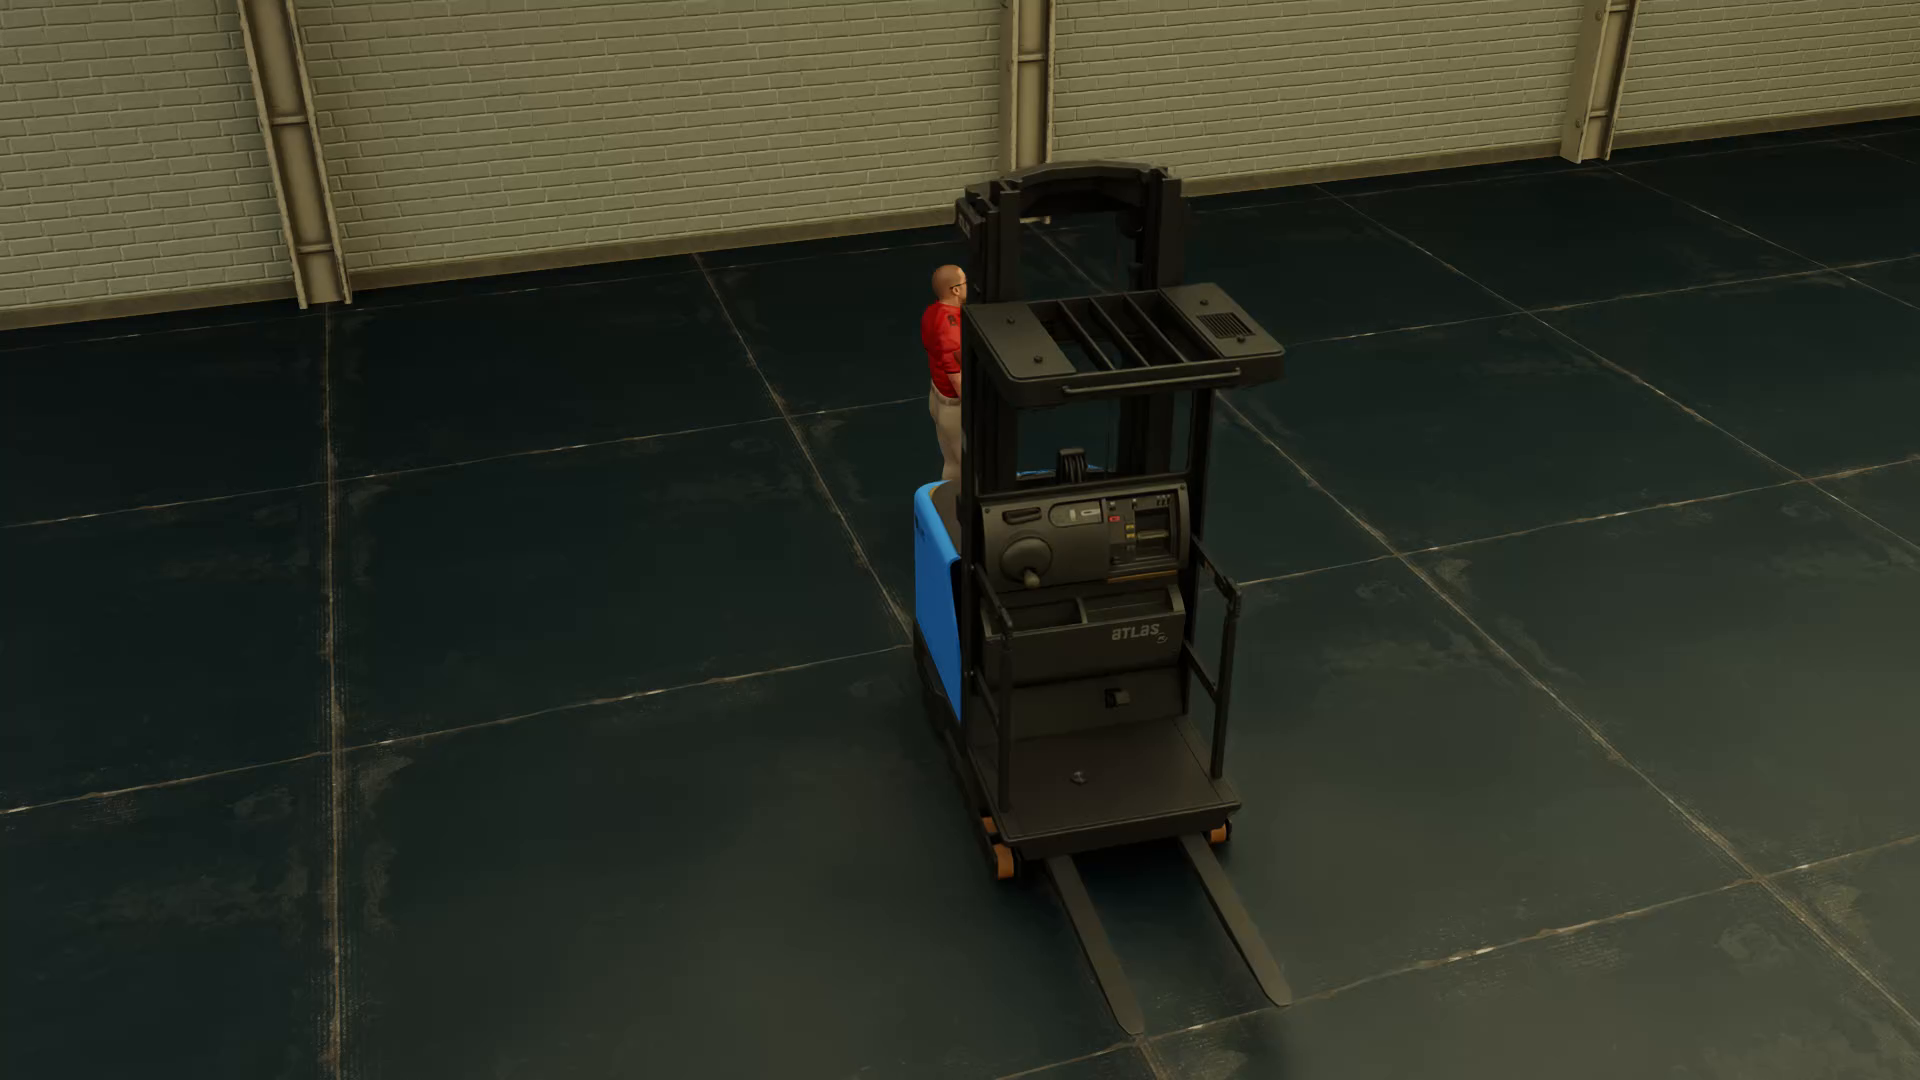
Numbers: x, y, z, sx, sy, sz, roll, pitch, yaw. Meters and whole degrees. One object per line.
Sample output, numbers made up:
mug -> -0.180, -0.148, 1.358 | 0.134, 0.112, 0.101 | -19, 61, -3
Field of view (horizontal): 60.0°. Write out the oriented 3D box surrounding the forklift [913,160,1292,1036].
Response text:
forklift -> 0.603, 0.030, 7.035 | 1.130, 2.935, 3.031 | -7, 31, -12

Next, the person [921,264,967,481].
person -> 0.089, -0.765, 9.606 | 0.550, 1.727, 0.641 | -10, 31, -16
